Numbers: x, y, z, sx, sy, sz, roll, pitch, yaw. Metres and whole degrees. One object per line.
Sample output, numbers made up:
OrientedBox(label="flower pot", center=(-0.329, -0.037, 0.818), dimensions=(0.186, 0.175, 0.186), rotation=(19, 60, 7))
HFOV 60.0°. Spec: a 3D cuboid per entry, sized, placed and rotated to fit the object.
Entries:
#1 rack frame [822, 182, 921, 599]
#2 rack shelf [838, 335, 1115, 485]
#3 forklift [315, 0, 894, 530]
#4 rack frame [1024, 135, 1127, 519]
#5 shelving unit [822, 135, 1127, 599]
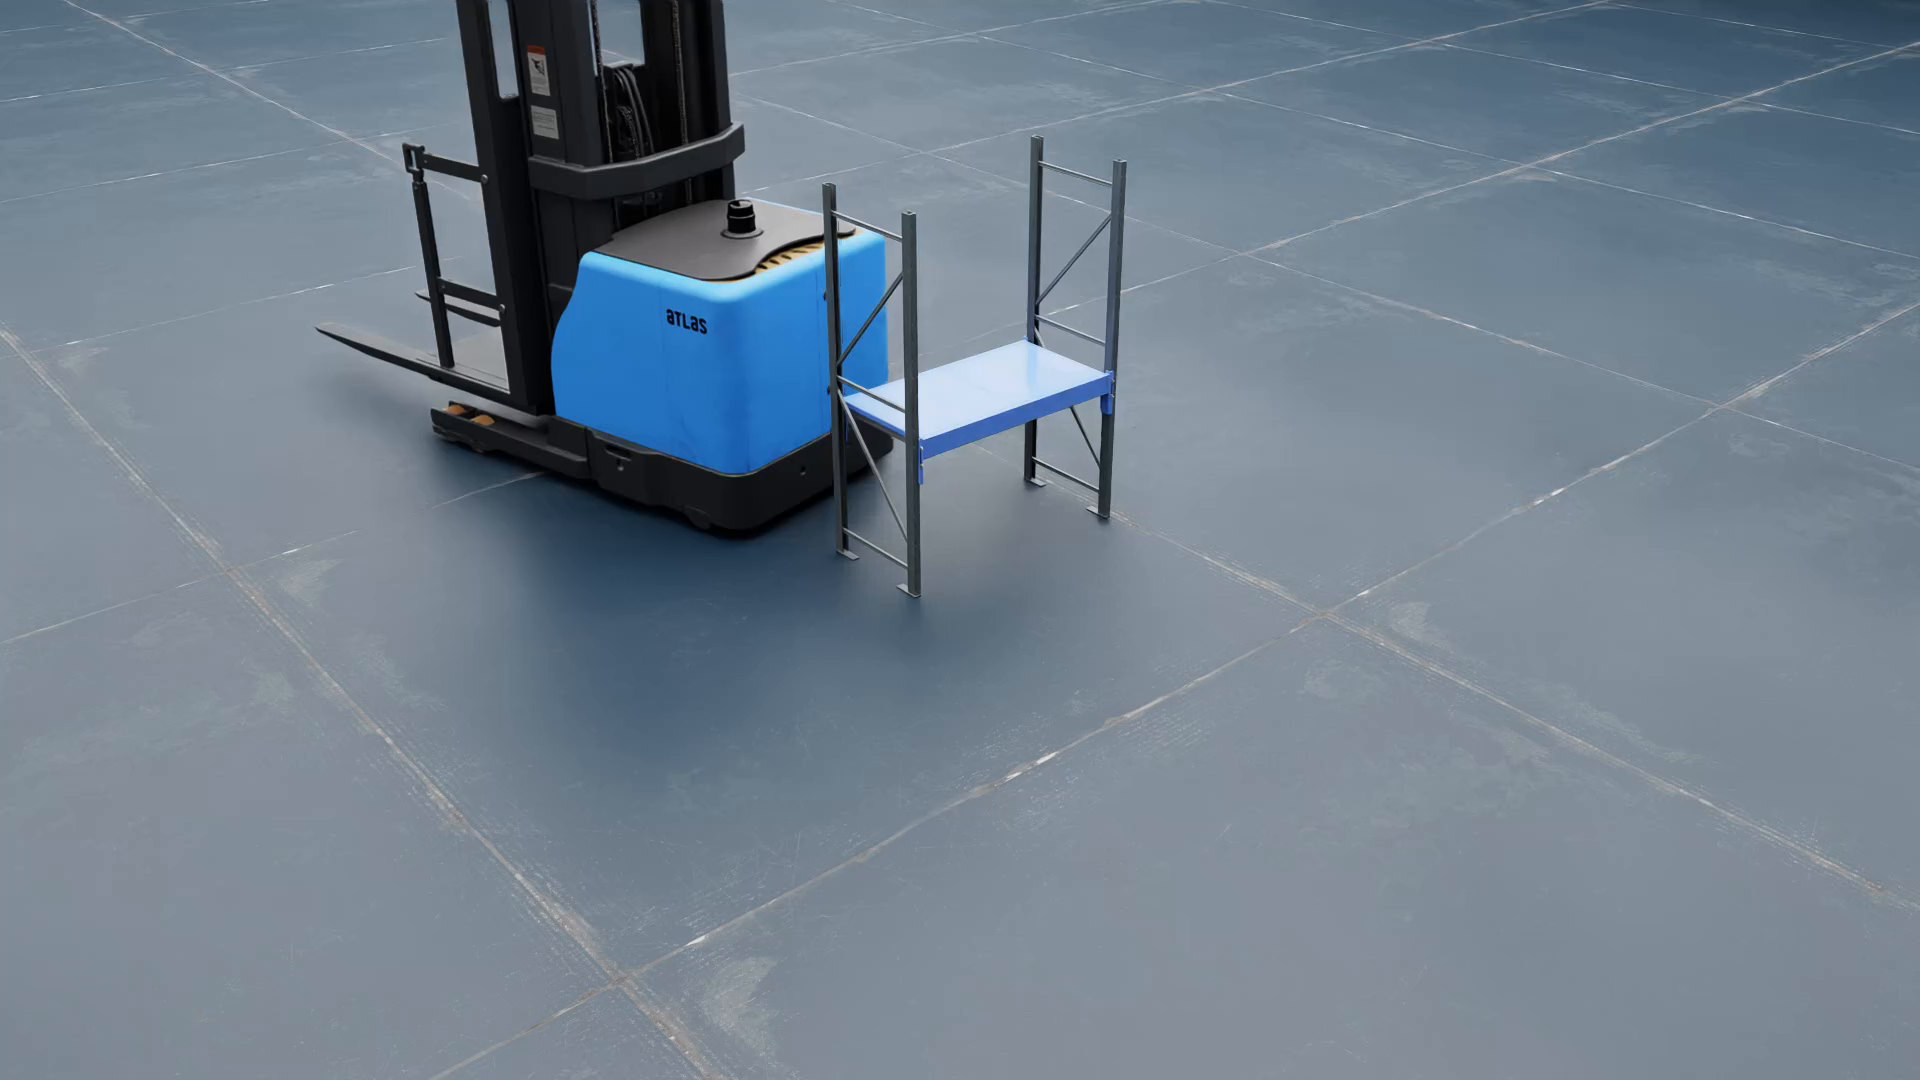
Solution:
OrientedBox(label="rack frame", center=(-0.322, -0.532, 6.154), dimensions=(0.032, 1.500, 0.500), rotation=(-22, 35, -35))
OrientedBox(label="rack shelf", center=(0.065, -0.529, 6.530), dimensions=(1.000, 0.185, 0.538), rotation=(-22, 35, -35))
OrientedBox(label="forklift", center=(-1.787, -1.868, 7.136), dimensions=(3.031, 2.935, 1.130), rotation=(19, 33, 31))
OrientedBox(label="rack frame", center=(0.452, -0.843, 6.736), dimensions=(0.032, 1.500, 0.500), rotation=(-22, 35, -35))
OrientedBox(label="shelving unit", center=(0.065, -0.688, 6.445), dimensions=(1.048, 1.500, 0.538), rotation=(-22, 35, -35))
